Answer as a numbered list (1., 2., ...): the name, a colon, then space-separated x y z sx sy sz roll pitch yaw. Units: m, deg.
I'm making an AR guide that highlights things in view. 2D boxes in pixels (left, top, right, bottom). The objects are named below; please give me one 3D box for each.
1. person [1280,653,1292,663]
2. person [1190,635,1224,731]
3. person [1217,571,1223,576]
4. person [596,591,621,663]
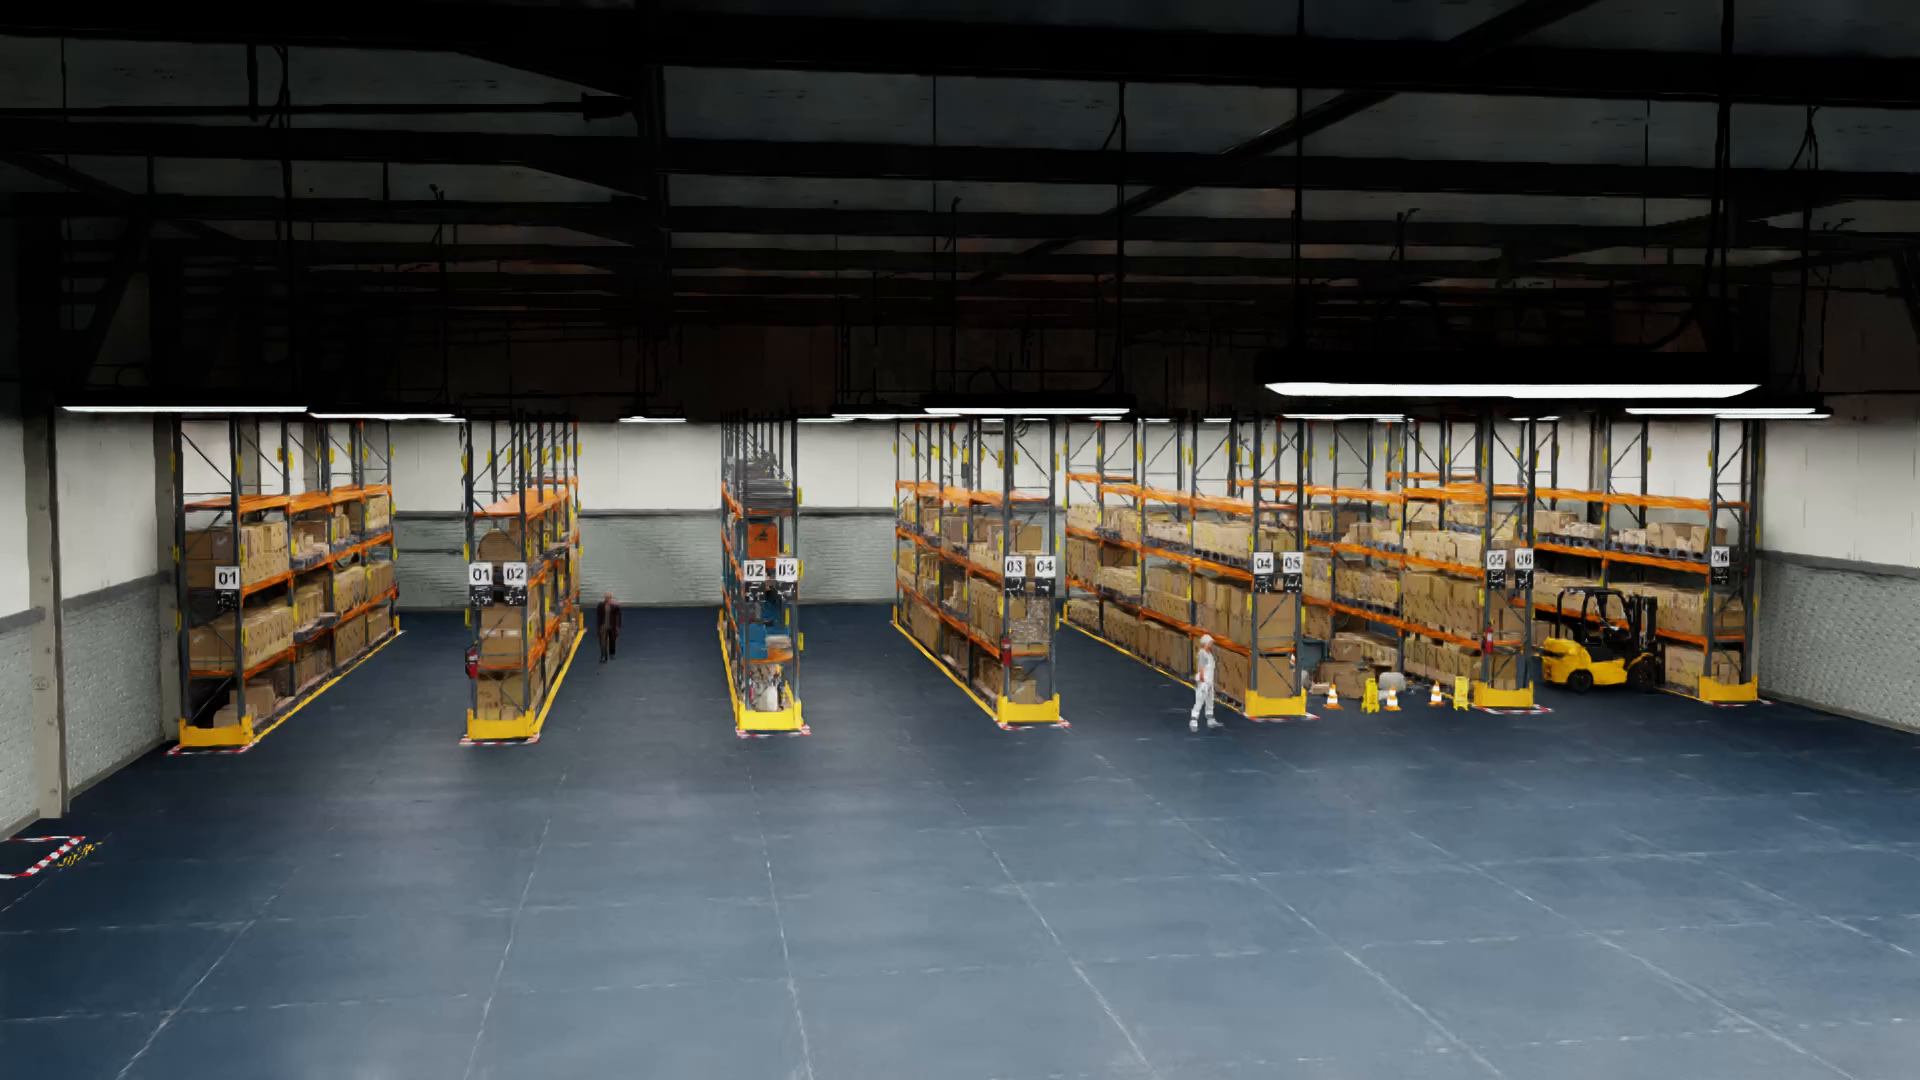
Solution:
1. person: 7.586 2.088 39.264 0.577 1.763 0.673 1 4 20
2. person: 4.600 2.652 31.071 0.529 1.780 0.702 2 4 24
3. person: 7.133 1.639 45.605 0.610 1.770 0.656 1 4 9
4. person: -8.455 2.065 40.019 0.588 1.700 1.193 -1 4 -12
